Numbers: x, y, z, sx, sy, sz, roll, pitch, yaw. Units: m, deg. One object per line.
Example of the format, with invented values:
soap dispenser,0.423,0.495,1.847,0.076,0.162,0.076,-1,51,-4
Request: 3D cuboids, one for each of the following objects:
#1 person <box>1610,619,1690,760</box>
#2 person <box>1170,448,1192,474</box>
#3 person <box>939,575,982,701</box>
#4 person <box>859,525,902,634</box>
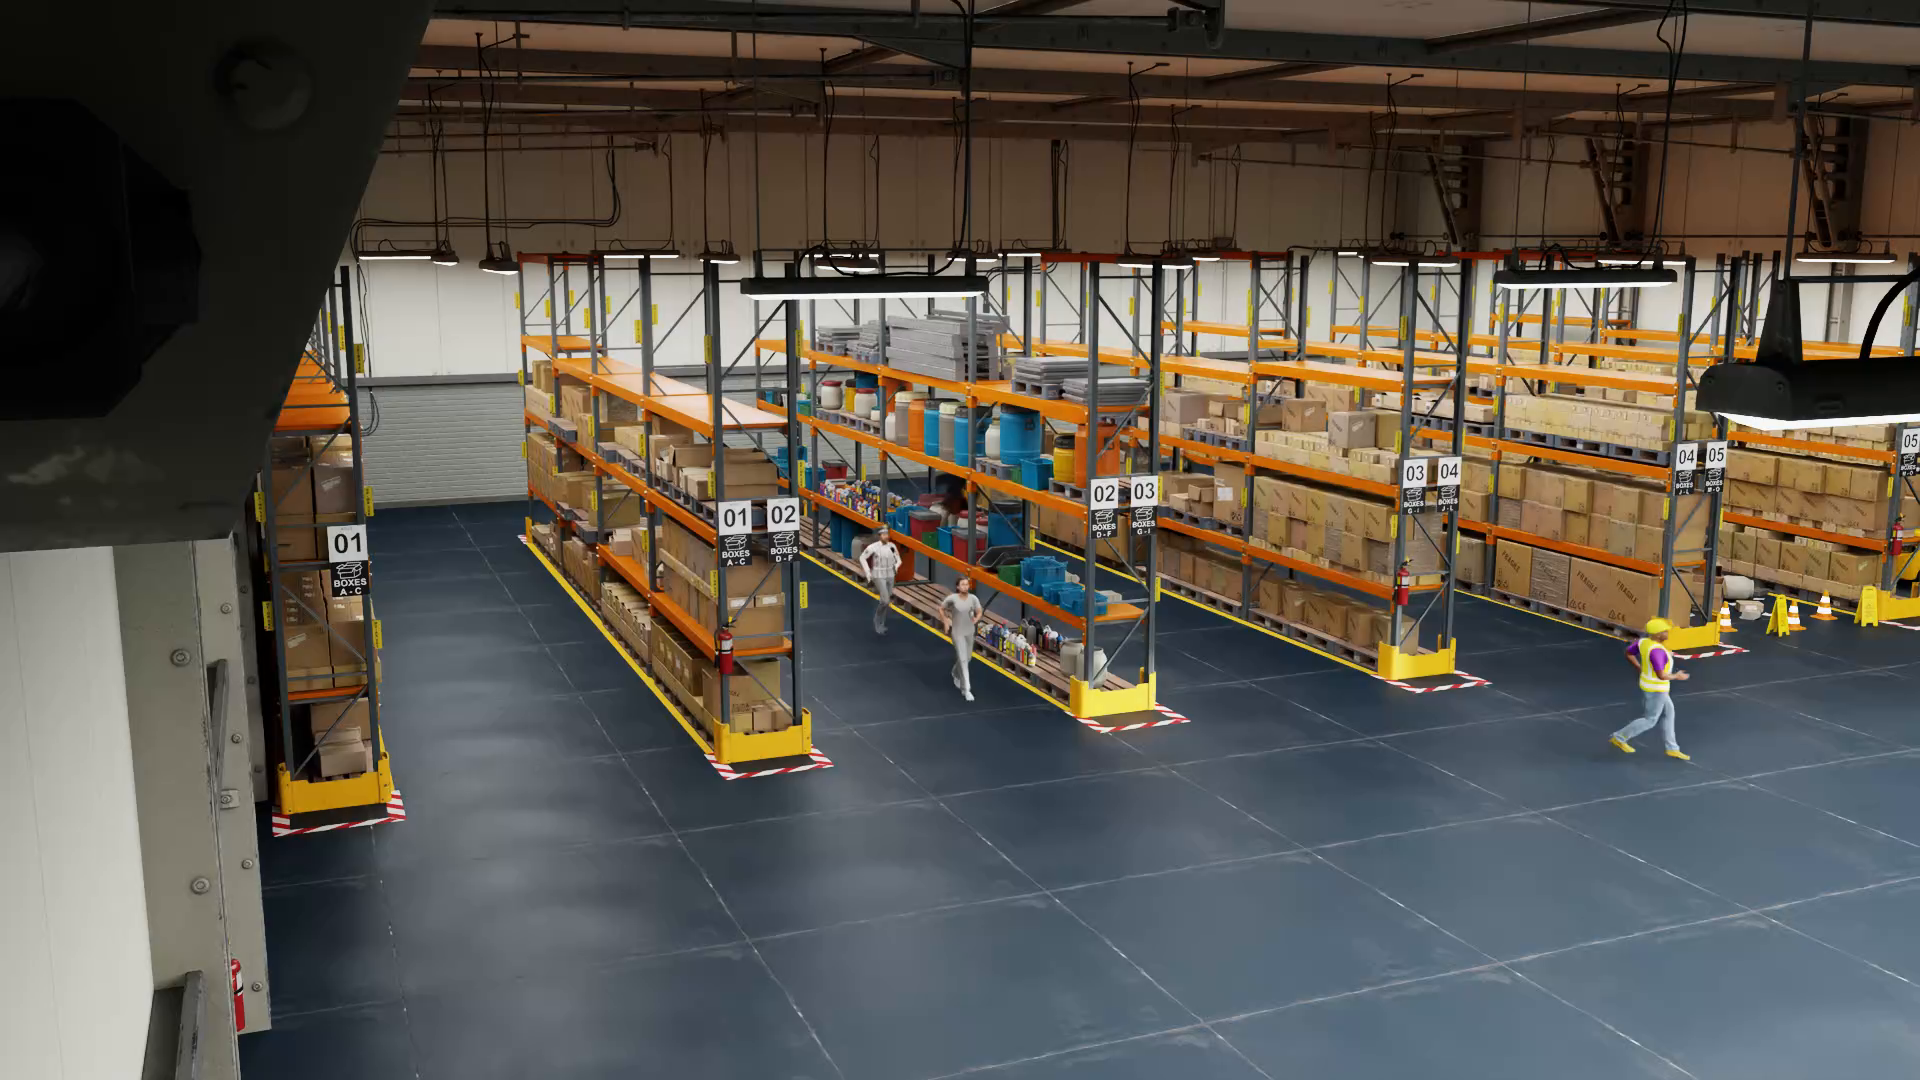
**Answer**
person,8.449,1.818,20.231,0.979,1.765,0.711,1,10,8
person,4.936,-1.201,36.828,0.693,1.727,0.669,-5,11,-24
person,0.031,1.314,23.091,0.564,1.675,0.894,-5,11,-23
person,-1.154,0.605,25.479,0.593,1.702,0.612,-6,12,-31
